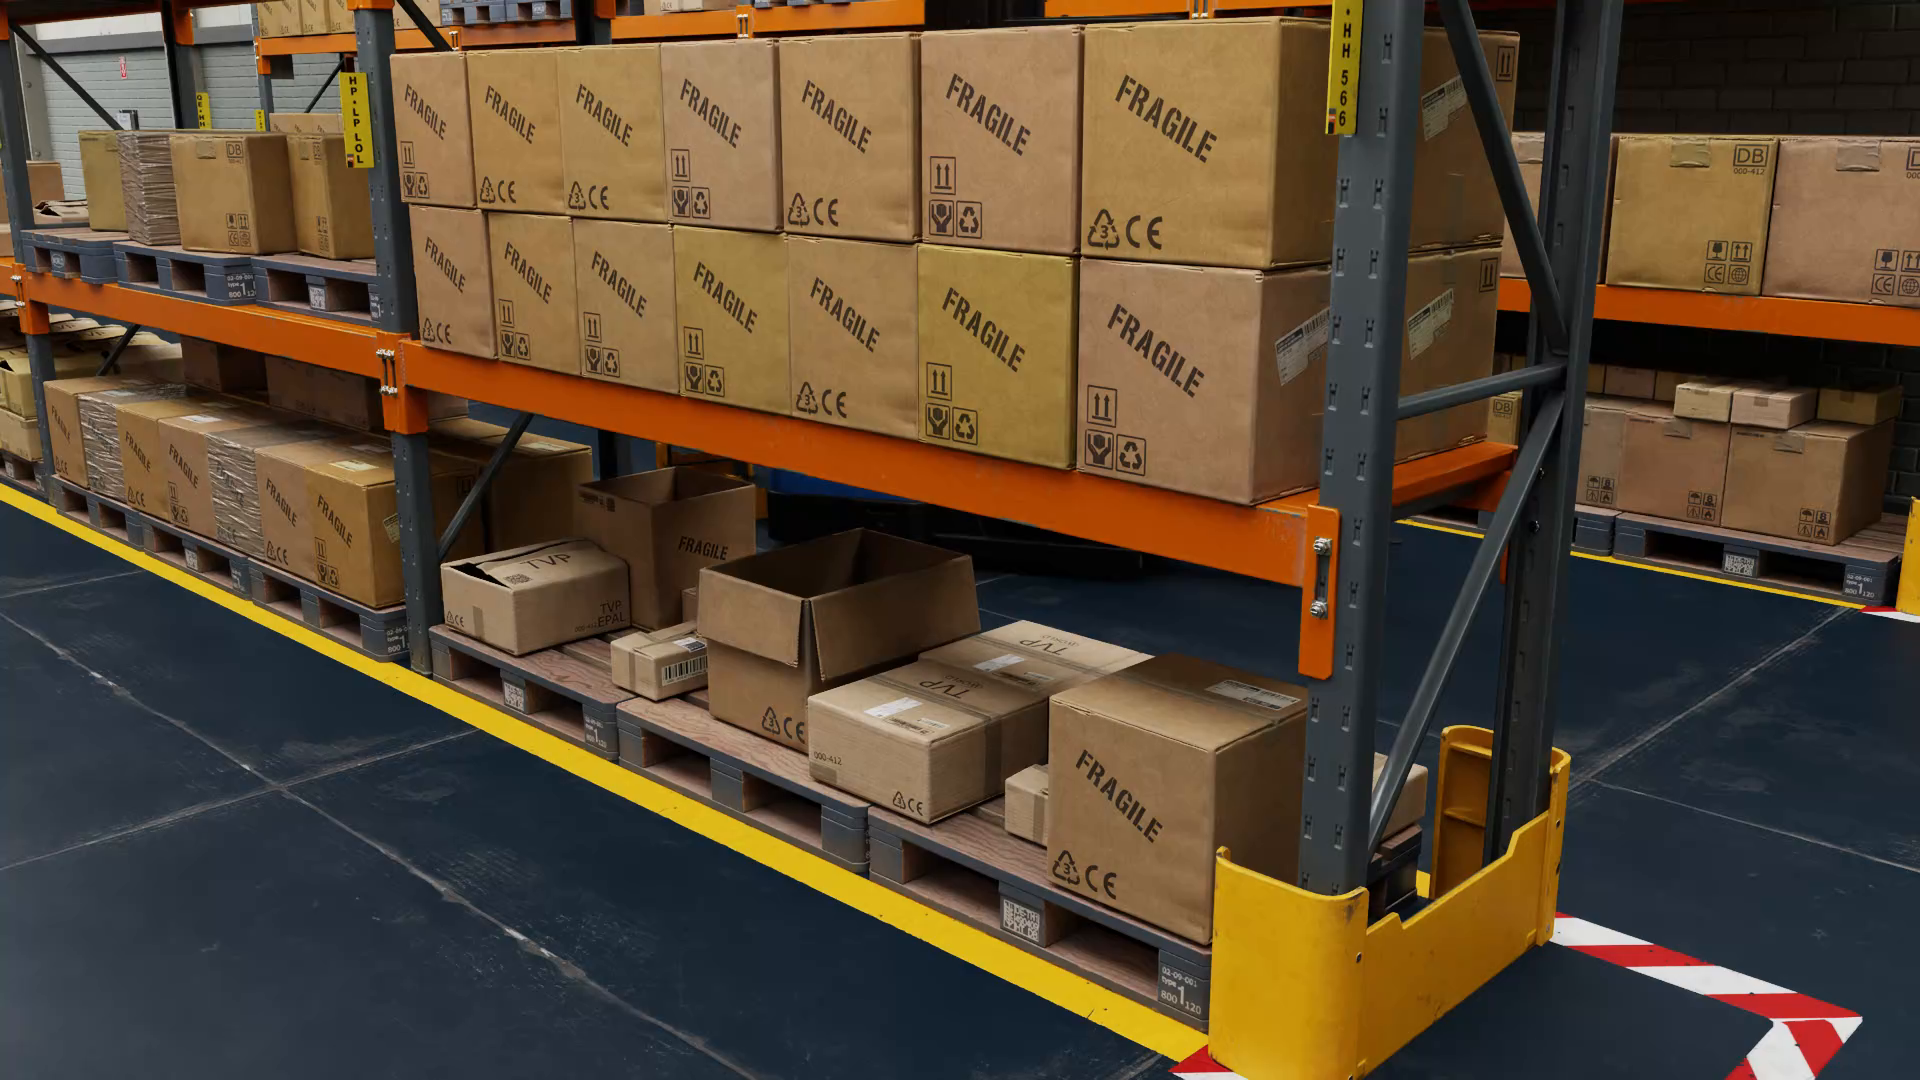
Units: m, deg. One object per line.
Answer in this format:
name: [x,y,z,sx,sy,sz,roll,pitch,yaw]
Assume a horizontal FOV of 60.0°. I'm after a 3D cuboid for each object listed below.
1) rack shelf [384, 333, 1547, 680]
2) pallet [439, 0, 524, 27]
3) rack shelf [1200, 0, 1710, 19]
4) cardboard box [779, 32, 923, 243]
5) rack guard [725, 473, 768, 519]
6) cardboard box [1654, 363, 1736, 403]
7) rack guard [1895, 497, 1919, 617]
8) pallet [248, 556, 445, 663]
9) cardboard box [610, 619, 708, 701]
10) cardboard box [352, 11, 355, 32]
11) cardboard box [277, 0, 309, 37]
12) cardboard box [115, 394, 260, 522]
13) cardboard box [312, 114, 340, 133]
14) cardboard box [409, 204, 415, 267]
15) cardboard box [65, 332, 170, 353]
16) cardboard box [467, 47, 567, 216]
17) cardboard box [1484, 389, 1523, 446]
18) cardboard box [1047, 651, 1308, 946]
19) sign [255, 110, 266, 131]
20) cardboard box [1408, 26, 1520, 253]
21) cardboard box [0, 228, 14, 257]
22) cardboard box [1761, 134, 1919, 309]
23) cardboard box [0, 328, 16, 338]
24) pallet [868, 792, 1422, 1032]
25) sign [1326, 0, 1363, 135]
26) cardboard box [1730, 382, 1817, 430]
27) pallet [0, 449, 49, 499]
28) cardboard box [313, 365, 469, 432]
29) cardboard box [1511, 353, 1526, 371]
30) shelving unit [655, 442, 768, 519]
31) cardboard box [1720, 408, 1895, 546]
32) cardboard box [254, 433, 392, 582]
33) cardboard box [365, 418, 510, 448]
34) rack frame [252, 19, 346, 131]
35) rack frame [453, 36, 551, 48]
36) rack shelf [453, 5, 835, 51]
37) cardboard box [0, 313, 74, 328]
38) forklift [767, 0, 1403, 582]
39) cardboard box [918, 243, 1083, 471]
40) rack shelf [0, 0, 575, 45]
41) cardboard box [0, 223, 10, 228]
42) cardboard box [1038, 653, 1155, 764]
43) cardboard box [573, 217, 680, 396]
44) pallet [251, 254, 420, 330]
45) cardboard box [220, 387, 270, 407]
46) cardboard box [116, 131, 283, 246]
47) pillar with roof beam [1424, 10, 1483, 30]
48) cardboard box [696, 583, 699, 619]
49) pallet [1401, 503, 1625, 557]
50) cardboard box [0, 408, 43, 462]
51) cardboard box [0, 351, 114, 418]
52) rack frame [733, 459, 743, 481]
rack shelf: [-0.308,-0.324,5.152,4.000,0.370,1.077,14,20,42]
pallet: [-3.700,-4.555,14.388,1.003,0.211,1.213,14,20,42]
rack shelf: [3.128,-2.675,8.228,4.000,0.370,1.077,14,20,42]
cardboard box: [-0.120,-1.060,4.371,0.500,0.500,0.500,-14,20,-43]
rack guard: [-0.977,-0.260,8.933,0.587,0.250,0.087,-9,17,-30]
cardboard box: [3.678,-0.780,8.316,0.250,0.149,0.380,14,20,43]
rack guard: [4.585,-0.008,7.471,0.348,0.500,1.175,14,20,42]
pallet: [-2.359,0.192,7.277,1.213,0.211,1.003,14,20,42]
cardboard box: [-0.966,0.399,5.700,0.250,0.166,0.380,14,20,42]
cardboard box: [-5.386,-5.056,15.700,0.500,0.500,0.500,13,19,40]
cardboard box: [-6.521,-5.327,16.741,0.500,0.500,0.500,-13,19,-41]
cardboard box: [-3.759,-0.414,8.159,0.500,0.500,0.500,13,20,41]
cardboard box: [-6.099,-4.004,16.620,0.500,0.500,0.500,13,19,40]
cardboard box: [-1.933,-1.397,6.814,0.500,0.500,0.700,7,16,24]
cardboard box: [-5.184,-1.101,10.218,0.500,0.311,0.500,13,19,41]
cardboard box: [-1.232,-1.330,5.408,0.500,0.500,0.500,13,19,40]
cardboard box: [2.883,-0.587,8.861,0.700,0.500,0.500,-14,20,-43]
cardboard box: [0.570,0.624,4.172,0.500,0.500,0.500,14,20,42]
sign: [-7.327,-4.342,17.431,0.005,0.325,0.100,14,20,42]
cardboard box: [0.996,-0.980,4.061,0.500,0.500,0.500,-14,20,-42]
cardboard box: [-5.466,-1.708,9.535,0.250,0.149,0.380,14,20,42]
cardboard box: [4.194,-1.454,7.469,0.980,0.700,0.700,-13,20,-42]
cardboard box: [-6.274,-1.180,10.519,0.500,0.311,0.500,-14,20,-43]
pallet: [0.503,0.875,4.656,1.213,0.211,1.003,14,20,42]
sign: [0.733,-0.938,3.159,0.005,0.325,0.100,14,20,42]
cardboard box: [3.776,-0.623,7.712,0.250,0.149,0.380,13,20,42]
pallet: [-5.192,-0.524,10.023,1.213,0.211,1.003,14,20,42]
cardboard box: [-2.646,-0.692,7.737,0.500,0.250,0.500,14,20,42]
cardboard box: [3.128,-0.914,8.829,0.250,0.149,0.380,13,20,41]
shelving unit: [-1.235,-0.972,9.187,0.587,1.500,1.083,-9,17,-30]
cardboard box: [3.994,-0.320,7.834,0.500,0.500,0.700,14,20,42]
cardboard box: [-2.652,-0.148,7.134,0.500,0.500,0.500,14,20,42]
cardboard box: [-2.318,-0.245,7.510,0.500,0.500,0.500,14,20,43]
rack frame: [-6.950,-4.022,17.919,0.127,3.000,1.000,14,20,42]
rack frame: [-4.071,-3.322,15.232,0.127,3.000,1.000,14,20,42]
rack shelf: [-2.631,-4.075,13.601,4.000,0.370,1.077,14,20,42]
cardboard box: [-6.279,-1.370,11.247,0.500,0.311,0.500,14,20,42]
forklift: [0.628,-1.374,7.892,3.031,2.935,1.130,4,15,15]
cardboard box: [0.245,-0.489,4.163,0.500,0.500,0.500,14,20,43]
rack shelf: [-3.187,-2.475,7.461,4.000,0.370,1.077,14,20,42]
cardboard box: [-5.584,-1.813,9.941,0.380,0.149,0.250,-13,19,-40]
cardboard box: [0.578,0.562,4.908,0.500,0.250,0.500,14,20,42]
cardboard box: [-0.840,-0.755,5.181,0.500,0.500,0.500,14,20,42]
pallet: [-2.247,-1.089,7.042,1.213,0.211,1.003,14,20,42]
cardboard box: [-3.418,-0.514,8.539,0.500,0.500,0.500,13,19,40]
cardboard box: [-3.569,-1.689,7.934,0.700,0.500,0.500,-10,18,-34]
pillar with roof beam: [-0.195,-4.078,6.235,0.400,9.000,9.100,14,20,42]
cardboard box: [-0.600,0.246,6.000,0.500,0.311,0.500,14,20,42]
pallet: [3.064,-0.211,8.825,1.213,0.211,1.003,14,20,42]
cardboard box: [-5.175,-0.642,9.569,0.500,0.250,0.500,-14,20,-43]
cardboard box: [-5.175,-0.913,9.495,0.500,0.311,0.500,-14,20,-43]
rack frame: [-0.975,-0.865,8.774,0.500,1.500,0.032,-9,17,-30]
